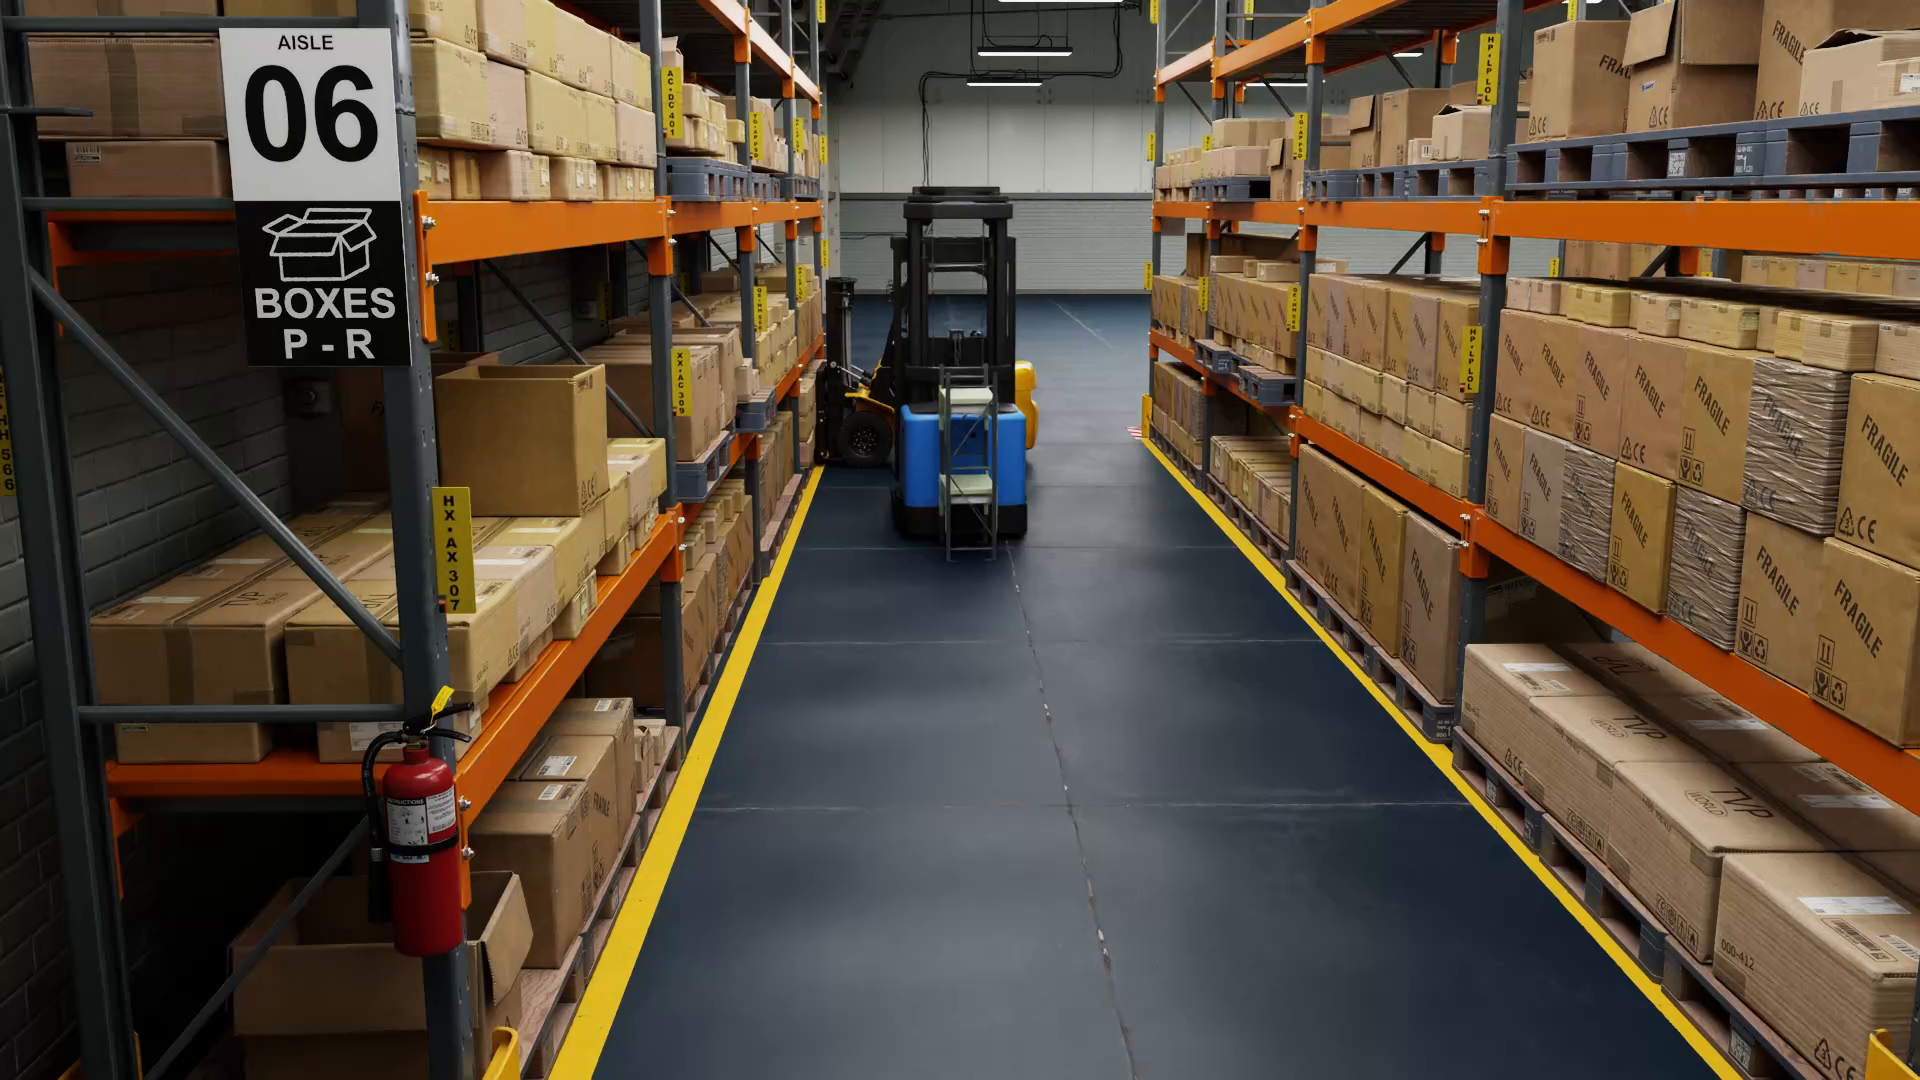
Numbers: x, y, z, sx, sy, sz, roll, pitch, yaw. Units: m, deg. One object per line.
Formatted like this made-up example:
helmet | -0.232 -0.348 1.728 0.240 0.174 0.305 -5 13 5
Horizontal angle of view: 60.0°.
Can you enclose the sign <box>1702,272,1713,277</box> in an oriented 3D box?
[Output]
sign | 7.283 -2.453 16.230 0.100 0.325 0.005 0 11 -1

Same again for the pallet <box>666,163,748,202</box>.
pallet | -1.874 -2.055 9.572 1.213 0.211 1.003 0 11 -1

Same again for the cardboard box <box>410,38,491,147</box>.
cardboard box | -1.560 -1.177 4.403 0.500 0.250 0.500 0 11 -2

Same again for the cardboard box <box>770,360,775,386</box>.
cardboard box | -1.777 -1.354 13.566 0.500 0.250 0.500 -1 11 -3

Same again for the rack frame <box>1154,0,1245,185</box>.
rack frame | 2.808 -5.687 19.460 1.000 3.000 0.127 0 11 -1

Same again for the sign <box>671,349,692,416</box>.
sign | -1.364 -0.769 8.127 0.100 0.325 0.005 0 11 -1

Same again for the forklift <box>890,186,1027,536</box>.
forklift | -0.068 -1.716 15.144 1.130 2.935 3.031 -1 12 -4

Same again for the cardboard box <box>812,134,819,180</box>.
cardboard box | -1.901 -4.413 19.164 0.500 0.500 0.500 0 11 1

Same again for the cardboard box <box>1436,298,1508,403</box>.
cardboard box | 2.796 -0.989 8.622 0.500 0.500 0.500 0 11 1

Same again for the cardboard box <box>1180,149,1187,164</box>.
cardboard box | 2.539 -4.060 17.608 0.380 0.149 0.250 0 11 0

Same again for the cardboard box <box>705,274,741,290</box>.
cardboard box | -2.344 -2.556 16.483 0.380 0.149 0.250 -1 11 -3

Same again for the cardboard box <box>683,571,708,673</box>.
cardboard box | -1.712 0.476 9.402 0.500 0.500 0.500 0 11 -2

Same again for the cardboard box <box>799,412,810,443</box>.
cardboard box | -1.773 -1.132 16.696 0.500 0.250 0.500 0 11 -1

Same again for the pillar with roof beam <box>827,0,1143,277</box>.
pillar with roof beam | 0.643 -11.505 48.138 9.100 9.000 0.548 0 11 -1

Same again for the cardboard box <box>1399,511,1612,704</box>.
cardboard box | 2.963 0.351 9.074 0.875 0.875 0.875 0 11 1

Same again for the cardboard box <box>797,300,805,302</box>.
cardboard box | -1.786 -2.515 17.028 0.380 0.149 0.250 0 11 0

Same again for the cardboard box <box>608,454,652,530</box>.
cardboard box | -1.627 -0.213 7.195 0.500 0.250 0.500 0 11 -1

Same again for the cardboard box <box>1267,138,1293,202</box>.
cardboard box | 2.914 -2.981 13.404 0.797 0.503 0.637 0 11 -1

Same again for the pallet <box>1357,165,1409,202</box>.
pallet | 3.066 -2.185 10.213 1.003 0.211 1.213 0 11 1

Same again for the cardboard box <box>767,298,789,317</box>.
cardboard box | -1.729 -2.079 14.880 0.380 0.149 0.250 -1 11 -3

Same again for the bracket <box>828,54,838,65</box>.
bracket | -3.173 -11.978 41.414 0.235 0.232 0.430 0 11 -1

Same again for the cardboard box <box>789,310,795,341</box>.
cardboard box | -1.806 -2.006 15.523 0.500 0.250 0.500 0 11 -2

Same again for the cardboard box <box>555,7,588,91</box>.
cardboard box | -1.618 -1.725 5.843 0.500 0.250 0.500 0 11 0

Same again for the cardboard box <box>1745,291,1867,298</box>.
cardboard box | 3.344 -0.905 6.576 0.380 0.149 0.250 0 11 -2

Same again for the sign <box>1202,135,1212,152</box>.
sign | 2.349 -3.672 15.769 0.100 0.325 0.005 0 11 -1

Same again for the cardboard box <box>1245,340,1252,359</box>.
cardboard box | 2.620 -1.612 14.035 0.380 0.149 0.250 -1 11 -3

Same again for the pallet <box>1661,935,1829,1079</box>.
pallet | 3.044 1.641 5.439 1.003 0.211 1.213 0 11 -1

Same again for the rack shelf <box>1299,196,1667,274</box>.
rack shelf | 3.015 -1.877 10.032 1.077 0.370 4.000 0 11 -1

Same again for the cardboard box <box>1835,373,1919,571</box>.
cardboard box | 2.891 -0.201 4.738 0.500 0.500 0.500 0 11 1

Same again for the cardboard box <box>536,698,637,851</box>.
cardboard box | -1.742 0.975 6.939 0.700 0.500 0.500 -1 11 -3

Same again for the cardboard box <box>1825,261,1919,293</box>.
cardboard box | 7.886 -2.130 14.247 0.700 0.500 0.500 0 11 -2

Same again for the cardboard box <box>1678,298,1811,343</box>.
cardboard box | 2.863 -0.800 6.060 0.380 0.149 0.250 0 11 1

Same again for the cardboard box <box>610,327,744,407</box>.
cardboard box | -1.770 -1.069 10.466 0.797 0.503 0.637 -1 11 -2

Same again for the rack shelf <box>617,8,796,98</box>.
rack shelf | -2.030 -3.925 13.589 1.077 0.370 4.000 0 11 -1

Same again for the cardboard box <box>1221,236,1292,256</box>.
cardboard box | 3.127 -2.927 17.428 0.700 0.500 0.500 0 11 -2

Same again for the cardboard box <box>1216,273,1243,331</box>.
cardboard box | 2.625 -2.159 15.100 0.500 0.500 0.500 0 11 -1

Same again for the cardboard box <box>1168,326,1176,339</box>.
cardboard box | 2.550 -2.351 18.734 0.380 0.149 0.250 0 11 0

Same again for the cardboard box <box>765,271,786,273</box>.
cardboard box | -1.827 -2.714 17.260 0.380 0.149 0.250 0 11 -2

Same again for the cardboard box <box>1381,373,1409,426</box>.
cardboard box | 2.770 -0.822 9.688 0.500 0.250 0.500 0 11 0

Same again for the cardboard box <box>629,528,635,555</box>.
cardboard box | -1.612 0.000 7.146 0.380 0.149 0.250 0 11 0

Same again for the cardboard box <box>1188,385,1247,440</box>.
cardboard box | 2.610 -1.295 16.869 0.500 0.500 0.500 0 11 -2

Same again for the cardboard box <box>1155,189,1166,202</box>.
cardboard box | 2.491 -4.027 19.452 0.380 0.149 0.250 0 11 -1

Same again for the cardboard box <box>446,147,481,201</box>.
cardboard box | -1.618 -1.060 4.827 0.380 0.149 0.250 0 11 -1

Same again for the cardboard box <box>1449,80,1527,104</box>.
cardboard box | 3.300 -2.533 10.147 0.500 0.500 0.500 0 11 -1

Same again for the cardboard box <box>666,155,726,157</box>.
cardboard box | -1.572 -2.309 9.676 0.380 0.149 0.250 0 11 0

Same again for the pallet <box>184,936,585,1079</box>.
pallet | -1.843 1.647 5.408 1.003 0.211 1.213 0 11 -1

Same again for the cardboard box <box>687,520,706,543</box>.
cardboard box | -1.772 -0.025 10.236 0.380 0.149 0.250 0 11 -1

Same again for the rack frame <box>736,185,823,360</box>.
rack frame | -2.154 -2.726 19.953 1.000 3.000 0.127 0 11 -1

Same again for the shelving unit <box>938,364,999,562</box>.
shelving unit | 0.061 -0.637 13.425 0.431 1.500 0.755 -1 12 -4

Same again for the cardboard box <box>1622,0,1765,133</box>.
cardboard box | 3.116 -1.869 6.618 0.797 0.503 0.637 1 11 3

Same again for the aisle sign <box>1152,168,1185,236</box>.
aisle sign | 2.497 -4.032 19.853 0.394 0.787 0.004 0 11 -1

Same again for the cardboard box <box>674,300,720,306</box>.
cardboard box | -2.316 -2.024 14.607 0.380 0.149 0.250 0 11 -1

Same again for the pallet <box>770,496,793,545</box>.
pallet | -1.989 -0.175 14.391 1.003 0.211 1.213 0 11 -1
